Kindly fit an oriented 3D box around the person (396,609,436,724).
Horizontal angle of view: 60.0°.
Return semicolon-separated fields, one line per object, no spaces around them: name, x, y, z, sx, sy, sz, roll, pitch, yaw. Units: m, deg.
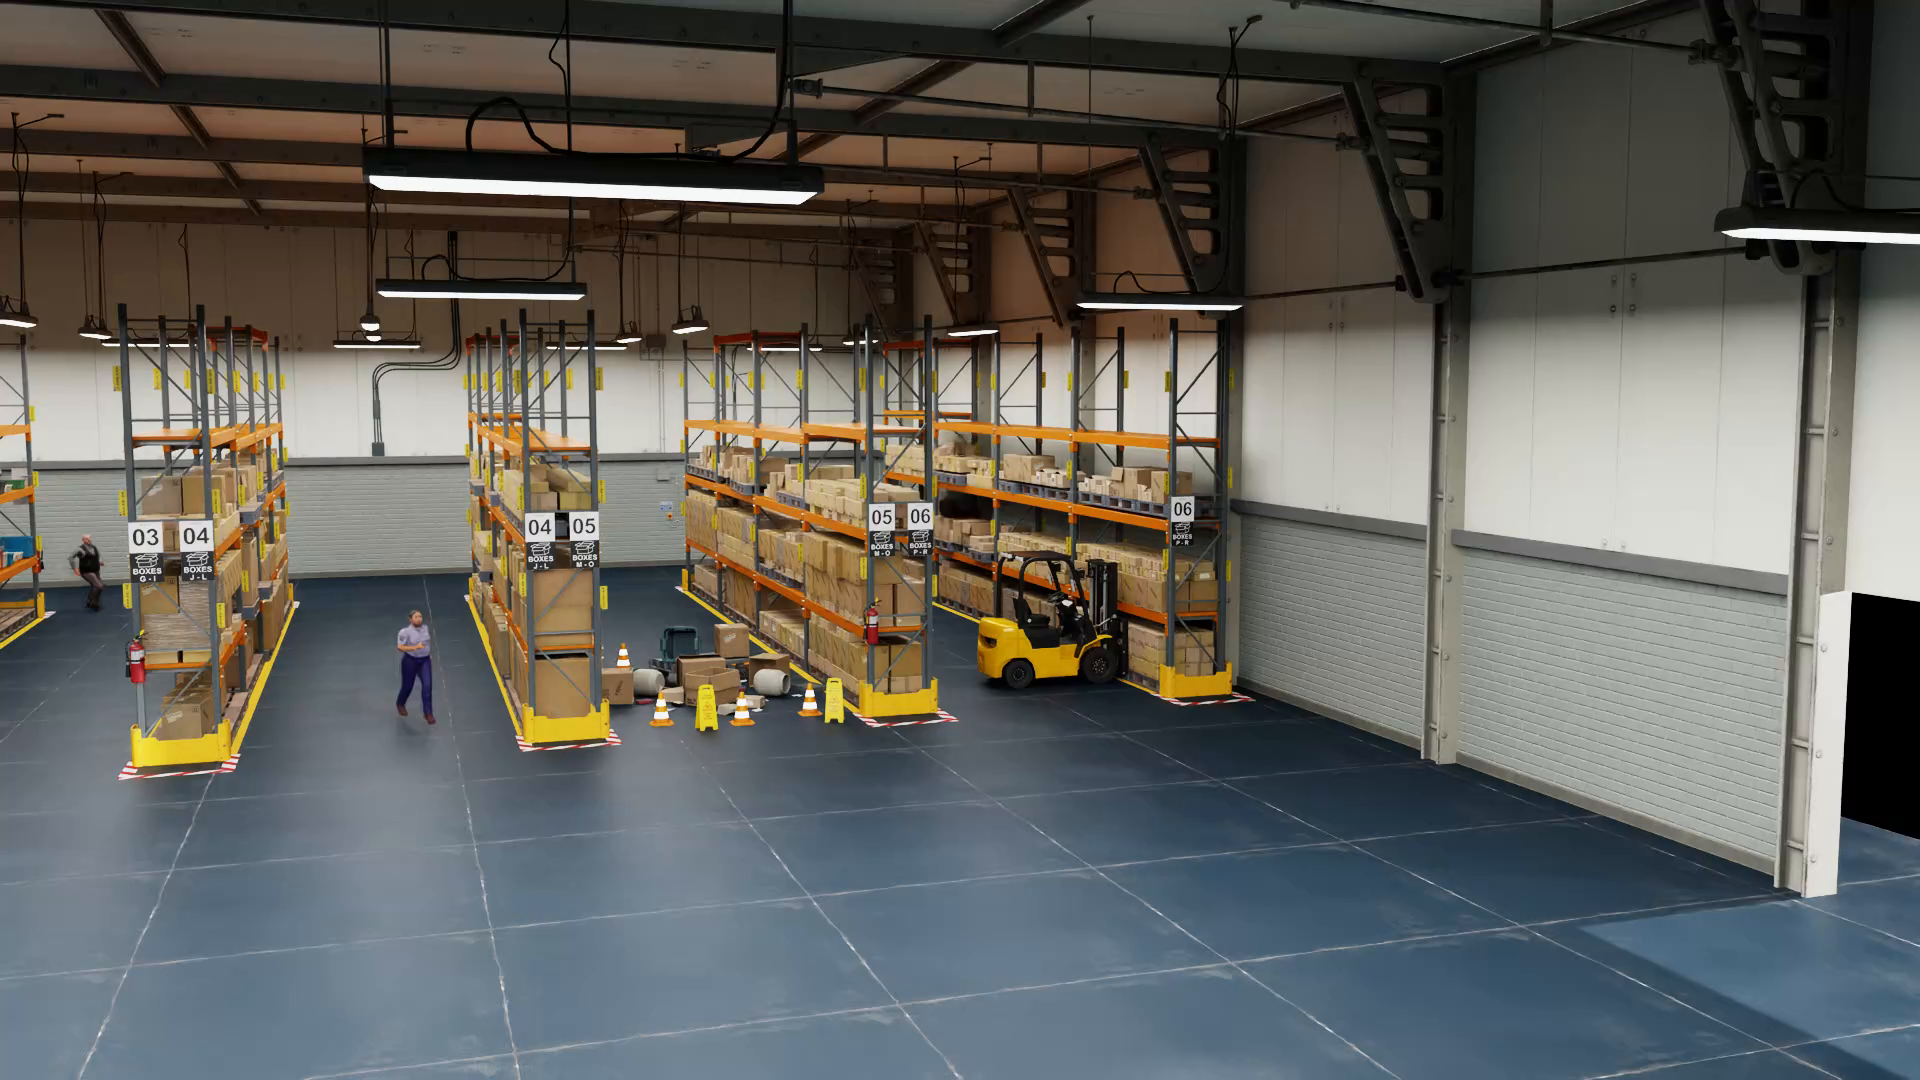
person;-8.032;1.844;24.513;0.598;1.639;0.933;-5;7;-43

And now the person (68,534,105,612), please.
person;-18.961;0.736;36.192;0.656;1.745;0.719;1;6;14
